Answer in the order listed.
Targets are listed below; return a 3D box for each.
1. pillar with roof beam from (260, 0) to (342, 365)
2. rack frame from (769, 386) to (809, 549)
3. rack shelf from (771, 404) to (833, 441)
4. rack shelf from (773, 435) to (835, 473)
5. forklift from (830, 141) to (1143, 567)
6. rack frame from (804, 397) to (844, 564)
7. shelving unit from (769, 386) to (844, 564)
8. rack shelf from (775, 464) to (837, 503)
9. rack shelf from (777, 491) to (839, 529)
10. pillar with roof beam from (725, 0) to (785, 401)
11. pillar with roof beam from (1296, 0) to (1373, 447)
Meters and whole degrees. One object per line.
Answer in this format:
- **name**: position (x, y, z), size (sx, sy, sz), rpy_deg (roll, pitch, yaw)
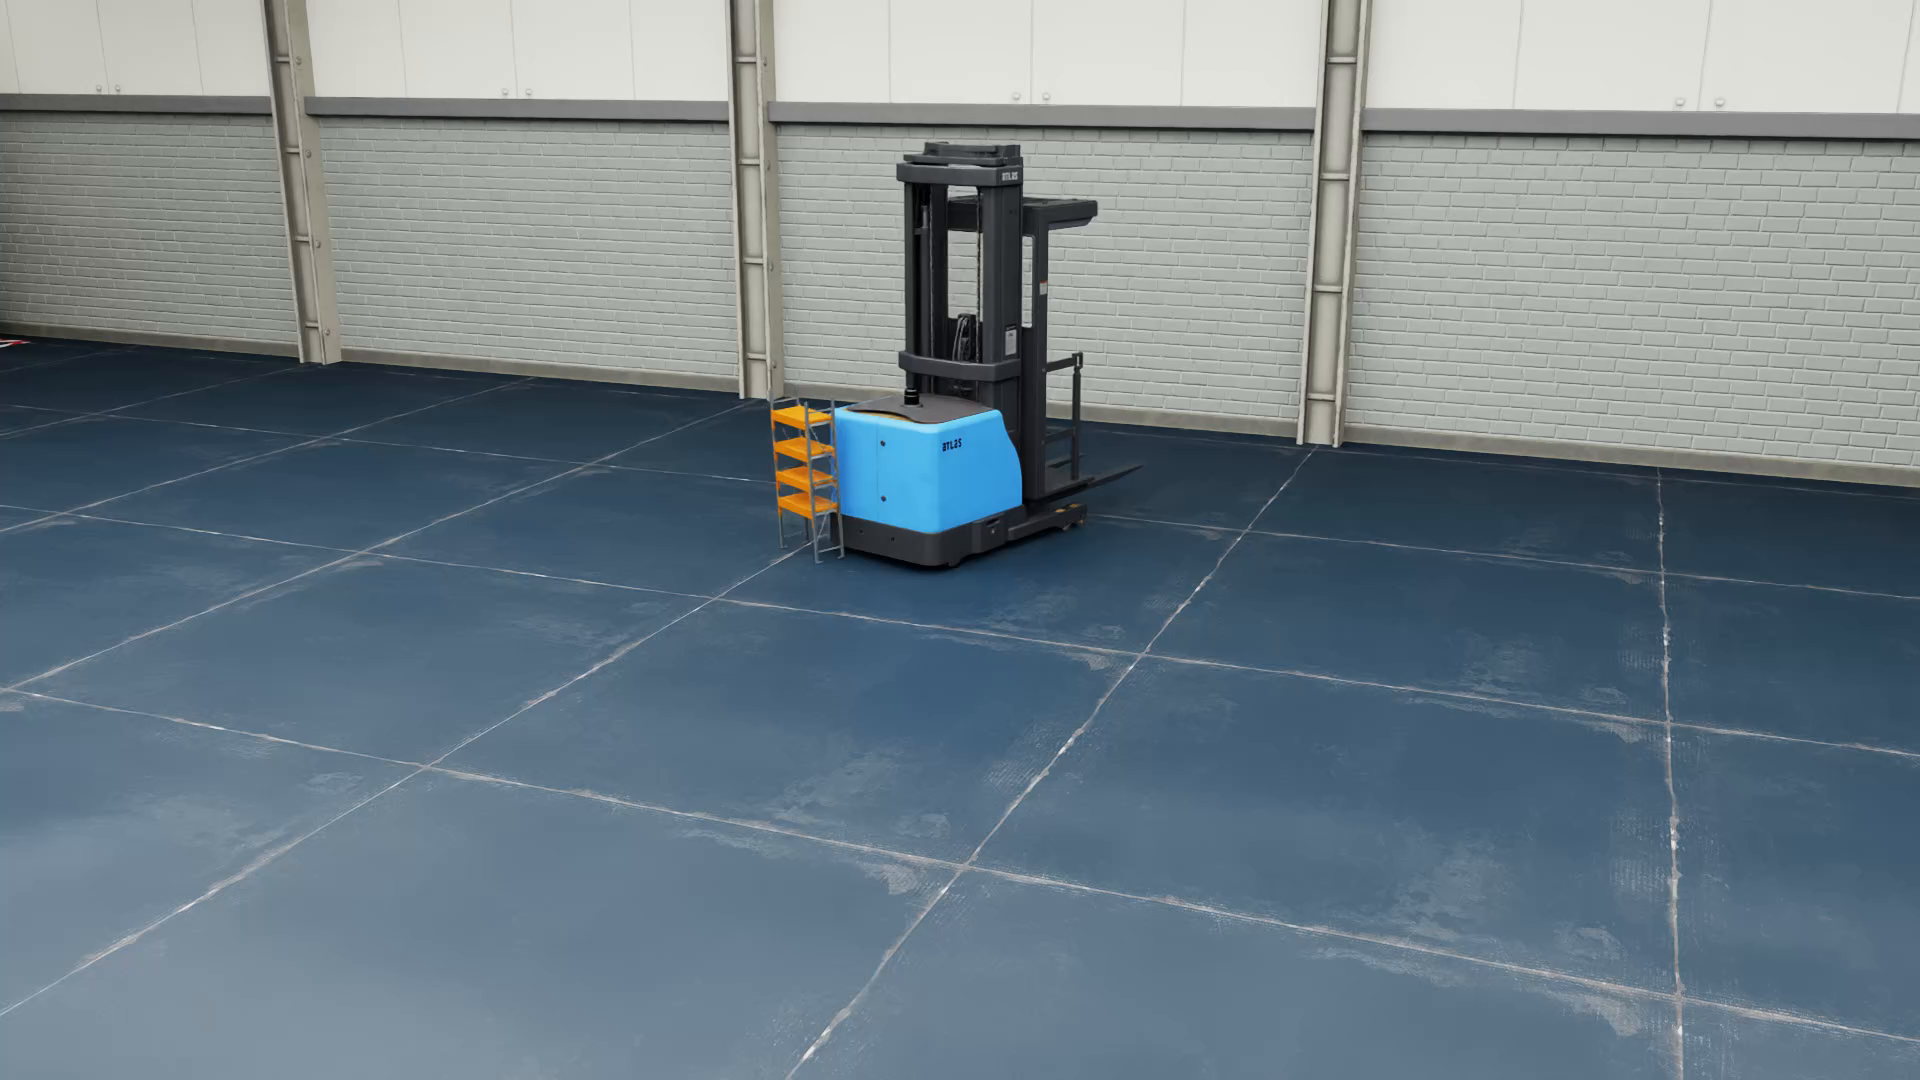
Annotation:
- **pillar with roof beam**: position (-9.302, -5.366, 15.016), size (0.400, 9.000, 9.100), rpy_deg (6, 17, 21)
- **rack frame**: position (-1.264, -0.533, 12.336), size (0.240, 1.200, 0.015), rpy_deg (-15, 22, -34)
- **rack shelf**: position (-1.135, -0.853, 12.027), size (0.258, 0.148, 0.480), rpy_deg (-15, 22, -34)
- **rack shelf**: position (-1.126, -0.628, 12.100), size (0.258, 0.148, 0.480), rpy_deg (-15, 22, -34)
- **forklift**: position (0.348, -1.562, 12.799), size (1.130, 2.935, 3.031), rpy_deg (13, 20, 37)
- **rack frame**: position (-0.974, -0.424, 11.959), size (0.240, 1.200, 0.015), rpy_deg (-15, 22, -34)
- **shelving unit**: position (-1.119, -0.479, 12.148), size (0.258, 1.200, 0.503), rpy_deg (-15, 22, -34)
- **rack shelf**: position (-1.116, -0.415, 12.168), size (0.258, 0.148, 0.480), rpy_deg (-15, 22, -34)
- **rack shelf**: position (-1.108, -0.226, 12.229), size (0.258, 0.148, 0.480), rpy_deg (-15, 22, -34)
- **pillar with roof beam**: position (-3.720, -4.752, 12.902), size (0.400, 9.000, 9.100), rpy_deg (6, 17, 21)
- **pillar with roof beam**: position (1.861, -4.138, 10.788), size (0.400, 9.000, 9.100), rpy_deg (6, 17, 21)
